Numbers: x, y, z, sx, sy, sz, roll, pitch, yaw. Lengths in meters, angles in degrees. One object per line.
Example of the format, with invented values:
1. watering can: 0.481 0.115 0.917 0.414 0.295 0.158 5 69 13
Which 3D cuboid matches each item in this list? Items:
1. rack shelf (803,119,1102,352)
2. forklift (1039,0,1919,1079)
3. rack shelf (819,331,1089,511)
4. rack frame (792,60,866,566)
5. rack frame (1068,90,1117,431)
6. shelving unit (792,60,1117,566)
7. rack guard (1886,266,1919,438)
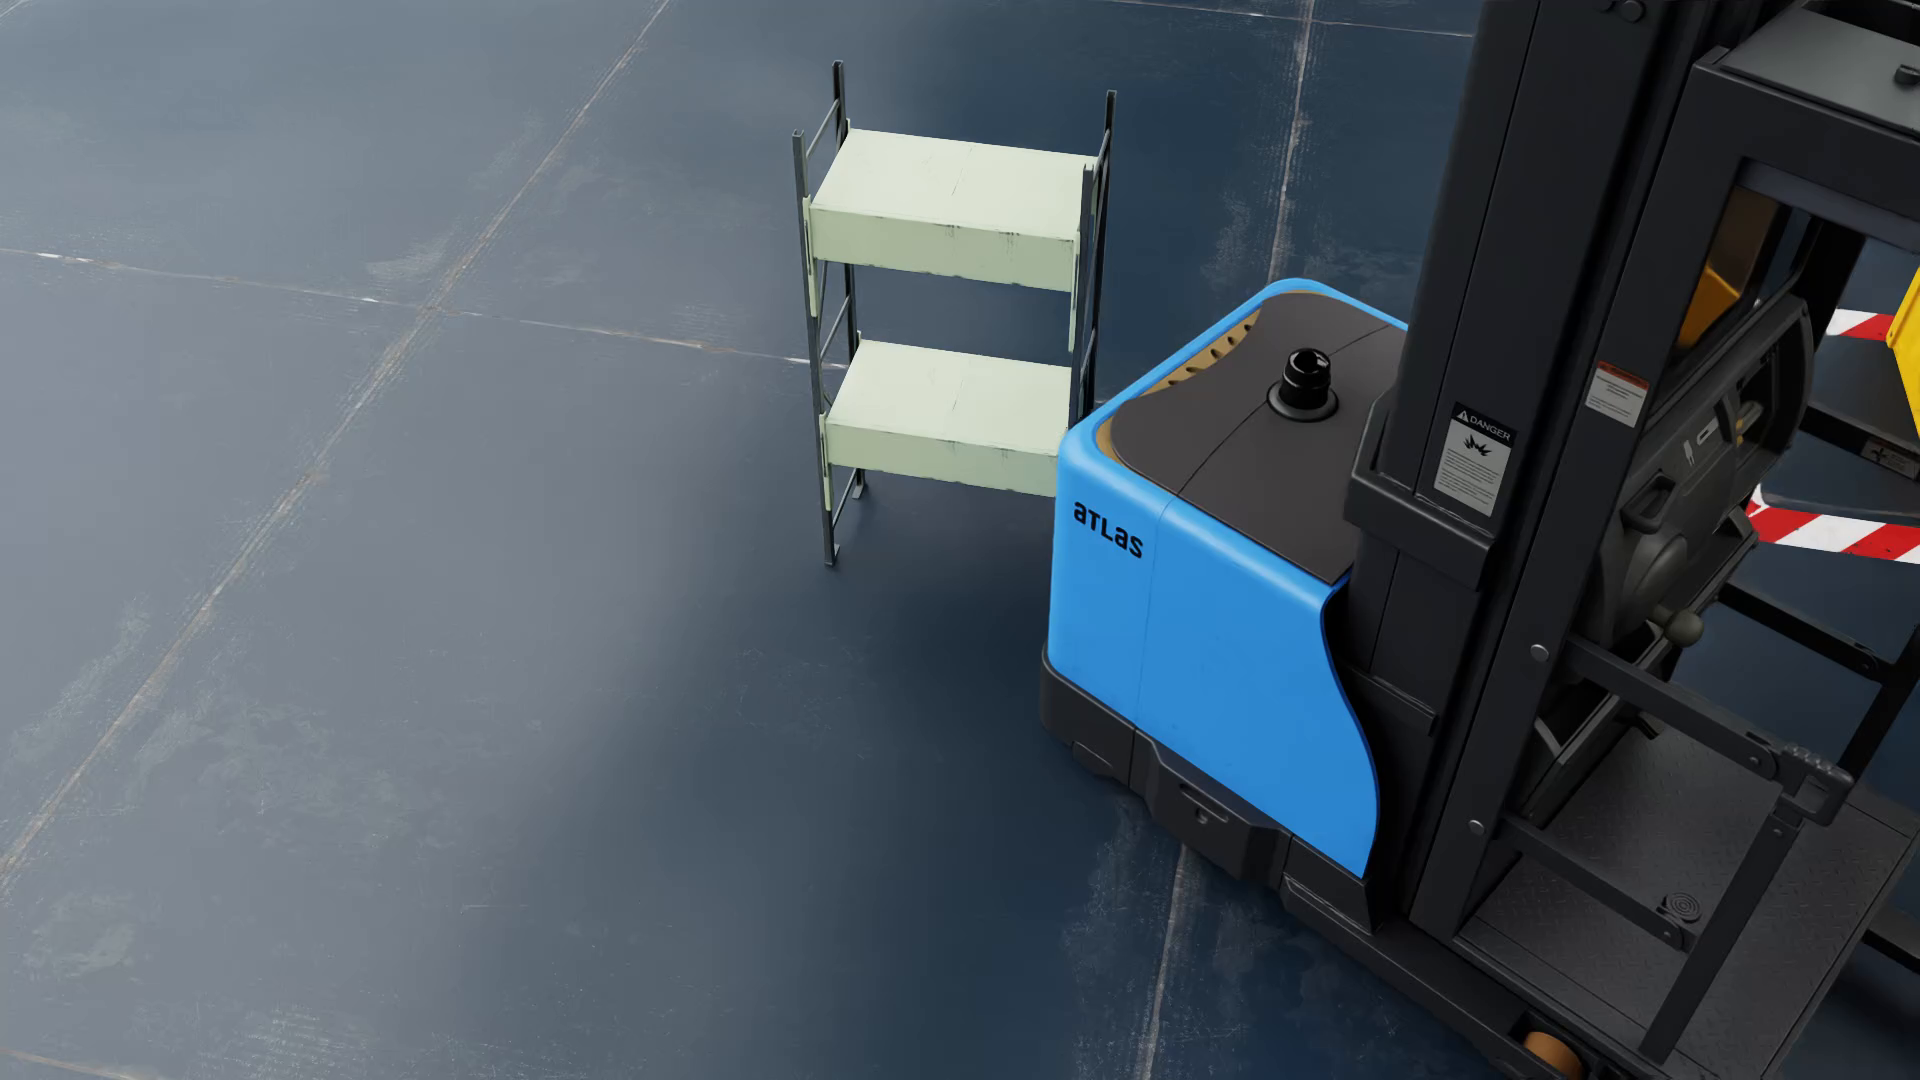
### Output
1. rack shelf: -0.007 -0.823 4.460 0.720 0.370 0.431 9 45 9
2. forklift: 1.638 -0.066 3.205 3.031 2.935 1.130 33 53 30
3. rack shelf: -0.007 -0.306 4.957 0.720 0.370 0.431 9 45 9
4. rack frame: -0.364 -0.597 4.789 0.023 1.500 0.400 9 45 9
5. rack frame: 0.351 -0.486 4.673 0.023 1.500 0.400 9 45 9
6. shelving unit: -0.007 -0.541 4.731 0.755 1.500 0.431 9 45 9
7. rack guard: 3.400 -0.531 5.441 0.348 0.500 1.175 9 45 9
